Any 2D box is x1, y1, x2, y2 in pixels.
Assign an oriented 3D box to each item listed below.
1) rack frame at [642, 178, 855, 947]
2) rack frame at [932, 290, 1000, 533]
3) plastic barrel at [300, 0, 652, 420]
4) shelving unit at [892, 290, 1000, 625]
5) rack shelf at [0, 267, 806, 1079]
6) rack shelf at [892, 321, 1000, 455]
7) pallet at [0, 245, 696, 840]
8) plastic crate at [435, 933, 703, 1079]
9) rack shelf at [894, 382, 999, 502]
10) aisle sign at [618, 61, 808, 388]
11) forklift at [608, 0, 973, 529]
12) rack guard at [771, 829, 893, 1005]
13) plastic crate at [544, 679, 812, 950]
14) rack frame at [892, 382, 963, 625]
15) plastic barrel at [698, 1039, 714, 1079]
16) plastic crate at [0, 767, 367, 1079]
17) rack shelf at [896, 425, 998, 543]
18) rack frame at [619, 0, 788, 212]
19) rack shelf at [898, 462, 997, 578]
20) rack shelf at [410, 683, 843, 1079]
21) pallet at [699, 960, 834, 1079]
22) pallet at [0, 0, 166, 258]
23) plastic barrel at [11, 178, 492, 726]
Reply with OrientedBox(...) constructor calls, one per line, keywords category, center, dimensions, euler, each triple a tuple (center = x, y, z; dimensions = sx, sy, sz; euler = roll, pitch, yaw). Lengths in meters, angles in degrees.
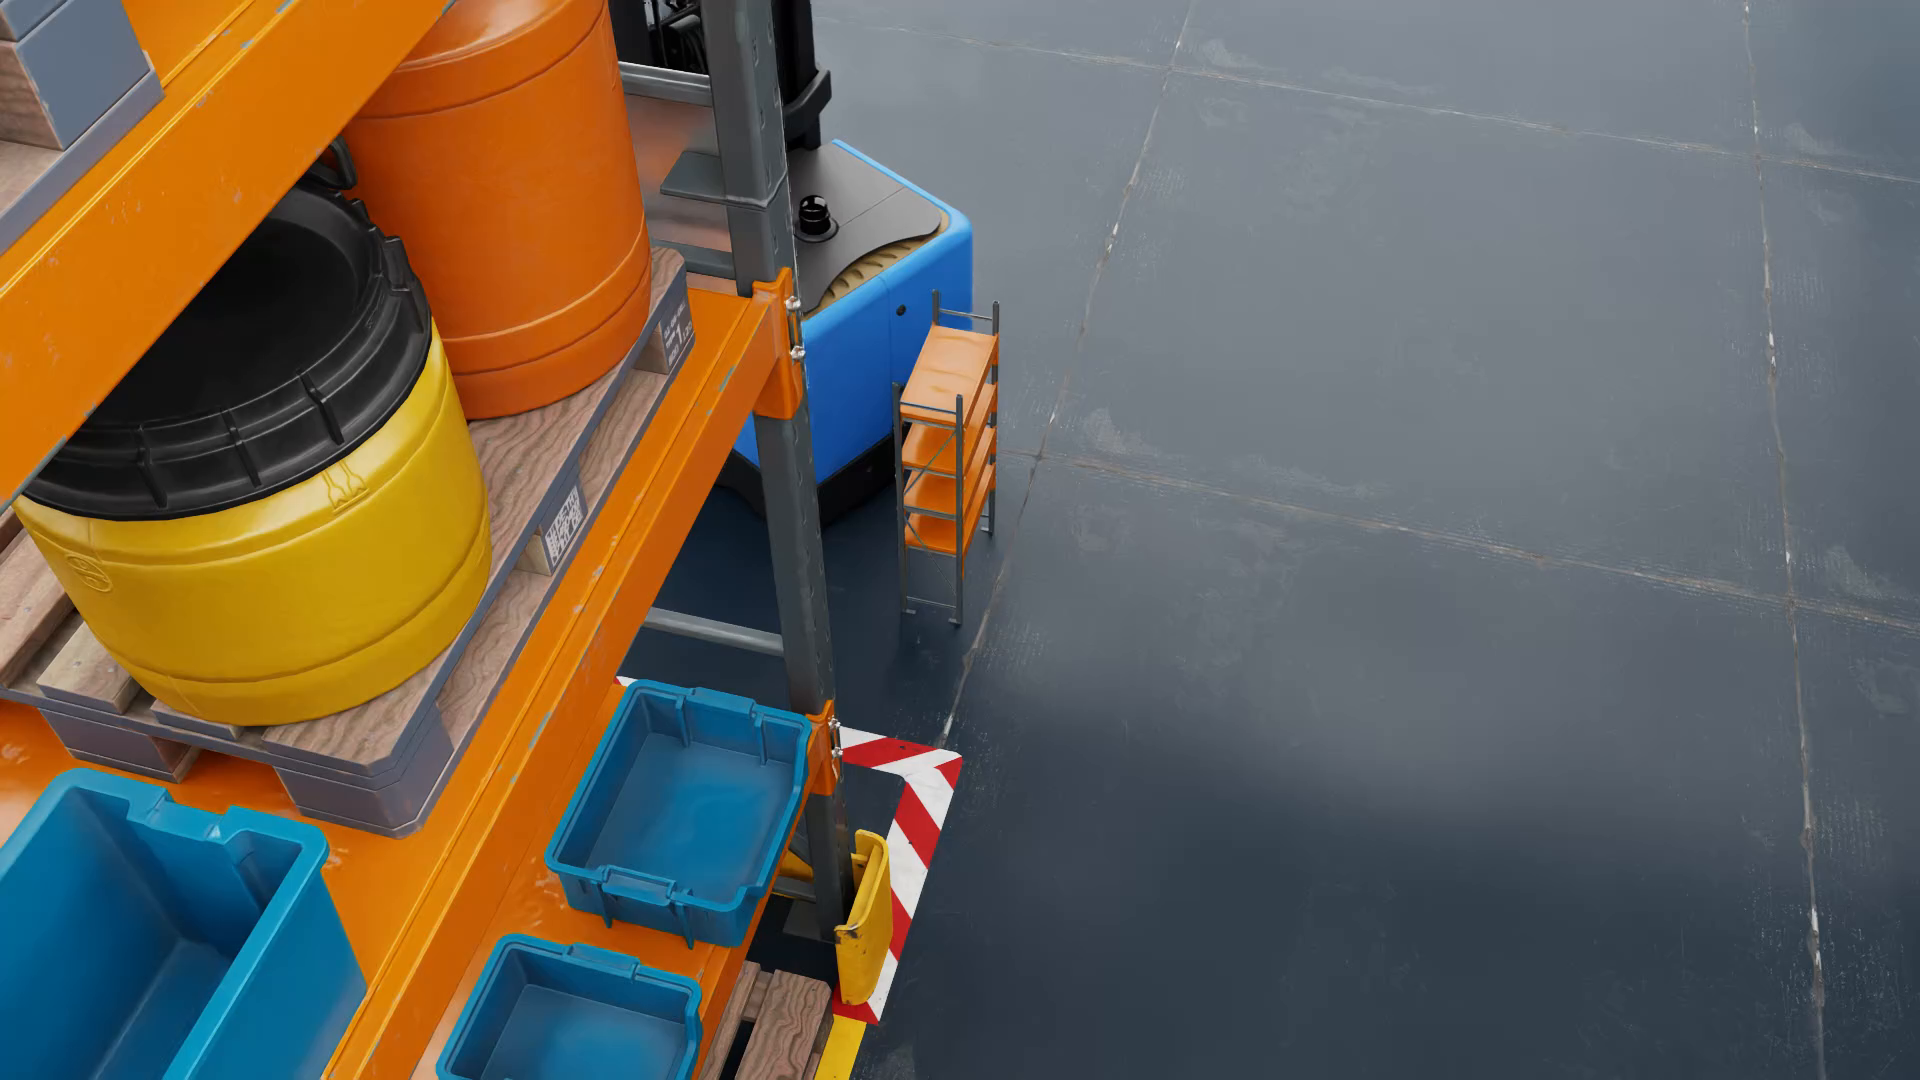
OrientedBox(category="rack frame", center=(-0.841, 0.212, 4.481), dimensions=(1.000, 3.000, 0.127), euler=(12, 50, 10))
OrientedBox(category="rack frame", center=(0.021, -0.454, 6.269), dimensions=(0.240, 1.200, 0.015), euler=(12, 50, 10))
OrientedBox(category="plastic barrel", center=(-0.846, -0.685, 2.706), dimensions=(0.600, 0.830, 0.708), euler=(12, 50, 10))
OrientedBox(category="shelving unit", center=(-0.044, -0.277, 6.113), dimensions=(0.258, 1.200, 0.503), euler=(12, 50, 10))
OrientedBox(category="rack shelf", center=(-1.367, 0.904, 2.349), dimensions=(1.077, 0.370, 4.000), euler=(12, 50, 10))
OrientedBox(category="rack shelf", center=(-0.044, -0.537, 5.819), dimensions=(0.258, 0.148, 0.480), euler=(12, 50, 10))
OrientedBox(category="pallet", center=(-1.153, -0.139, 2.916), dimensions=(1.003, 0.211, 1.213), euler=(12, 50, 10))
OrientedBox(category="plastic crate", center=(-0.860, 1.151, 3.752), dimensions=(0.499, 0.251, 0.408), euler=(12, 50, 10))
OrientedBox(category="rack shelf", center=(-0.044, -0.381, 5.996), dimensions=(0.258, 0.148, 0.480), euler=(12, 50, 10))
OrientedBox(category="aisle sign", center=(-0.535, -0.642, 3.501), dimensions=(0.394, 0.787, 0.004), euler=(12, 50, 10))
OrientedBox(category="forklift", center=(-1.344, -1.983, 6.464), dimensions=(3.031, 2.935, 1.130), euler=(36, 58, 27))
OrientedBox(category="rack guard", center=(-0.815, 1.103, 5.362), dimensions=(1.175, 0.500, 0.348), euler=(12, 50, 10))
OrientedBox(category="plastic crate", center=(-0.684, 0.682, 4.165), dimensions=(0.499, 0.251, 0.616), euler=(12, 50, 10))
OrientedBox(category="rack frame", center=(-0.108, -0.101, 5.958), dimensions=(0.240, 1.200, 0.015), euler=(12, 50, 10))
OrientedBox(category="plastic barrel", center=(-0.940, 1.387, 4.823), dimensions=(0.421, 0.512, 0.421), euler=(0, 49, 0))
OrientedBox(category="plastic crate", center=(-1.052, 0.663, 2.093), dimensions=(0.392, 0.384, 0.575), euler=(12, 50, 10))
OrientedBox(category="rack shelf", center=(-0.044, -0.233, 6.164), dimensions=(0.258, 0.148, 0.480), euler=(12, 50, 10))
OrientedBox(category="rack frame", center=(-0.841, -1.773, 2.232), dimensions=(1.000, 3.000, 0.127), euler=(12, 50, 10))
OrientedBox(category="rack shelf", center=(-0.044, -0.101, 6.313), dimensions=(0.258, 0.148, 0.480), euler=(12, 50, 10))
OrientedBox(category="rack shelf", center=(-1.367, 1.897, 3.474), dimensions=(1.077, 0.370, 4.000), euler=(12, 50, 10))
OrientedBox(category="pallet", center=(-1.034, 1.786, 4.952), dimensions=(1.003, 0.211, 1.213), euler=(12, 50, 10))
OrientedBox(category="pallet", center=(-1.384, -0.172, 1.211), dimensions=(1.003, 0.211, 1.213), euler=(12, 50, 10))
OrientedBox(category="plastic barrel", center=(-1.018, -0.132, 2.379), dimensions=(0.600, 0.588, 0.600), euler=(0, 49, 0))
